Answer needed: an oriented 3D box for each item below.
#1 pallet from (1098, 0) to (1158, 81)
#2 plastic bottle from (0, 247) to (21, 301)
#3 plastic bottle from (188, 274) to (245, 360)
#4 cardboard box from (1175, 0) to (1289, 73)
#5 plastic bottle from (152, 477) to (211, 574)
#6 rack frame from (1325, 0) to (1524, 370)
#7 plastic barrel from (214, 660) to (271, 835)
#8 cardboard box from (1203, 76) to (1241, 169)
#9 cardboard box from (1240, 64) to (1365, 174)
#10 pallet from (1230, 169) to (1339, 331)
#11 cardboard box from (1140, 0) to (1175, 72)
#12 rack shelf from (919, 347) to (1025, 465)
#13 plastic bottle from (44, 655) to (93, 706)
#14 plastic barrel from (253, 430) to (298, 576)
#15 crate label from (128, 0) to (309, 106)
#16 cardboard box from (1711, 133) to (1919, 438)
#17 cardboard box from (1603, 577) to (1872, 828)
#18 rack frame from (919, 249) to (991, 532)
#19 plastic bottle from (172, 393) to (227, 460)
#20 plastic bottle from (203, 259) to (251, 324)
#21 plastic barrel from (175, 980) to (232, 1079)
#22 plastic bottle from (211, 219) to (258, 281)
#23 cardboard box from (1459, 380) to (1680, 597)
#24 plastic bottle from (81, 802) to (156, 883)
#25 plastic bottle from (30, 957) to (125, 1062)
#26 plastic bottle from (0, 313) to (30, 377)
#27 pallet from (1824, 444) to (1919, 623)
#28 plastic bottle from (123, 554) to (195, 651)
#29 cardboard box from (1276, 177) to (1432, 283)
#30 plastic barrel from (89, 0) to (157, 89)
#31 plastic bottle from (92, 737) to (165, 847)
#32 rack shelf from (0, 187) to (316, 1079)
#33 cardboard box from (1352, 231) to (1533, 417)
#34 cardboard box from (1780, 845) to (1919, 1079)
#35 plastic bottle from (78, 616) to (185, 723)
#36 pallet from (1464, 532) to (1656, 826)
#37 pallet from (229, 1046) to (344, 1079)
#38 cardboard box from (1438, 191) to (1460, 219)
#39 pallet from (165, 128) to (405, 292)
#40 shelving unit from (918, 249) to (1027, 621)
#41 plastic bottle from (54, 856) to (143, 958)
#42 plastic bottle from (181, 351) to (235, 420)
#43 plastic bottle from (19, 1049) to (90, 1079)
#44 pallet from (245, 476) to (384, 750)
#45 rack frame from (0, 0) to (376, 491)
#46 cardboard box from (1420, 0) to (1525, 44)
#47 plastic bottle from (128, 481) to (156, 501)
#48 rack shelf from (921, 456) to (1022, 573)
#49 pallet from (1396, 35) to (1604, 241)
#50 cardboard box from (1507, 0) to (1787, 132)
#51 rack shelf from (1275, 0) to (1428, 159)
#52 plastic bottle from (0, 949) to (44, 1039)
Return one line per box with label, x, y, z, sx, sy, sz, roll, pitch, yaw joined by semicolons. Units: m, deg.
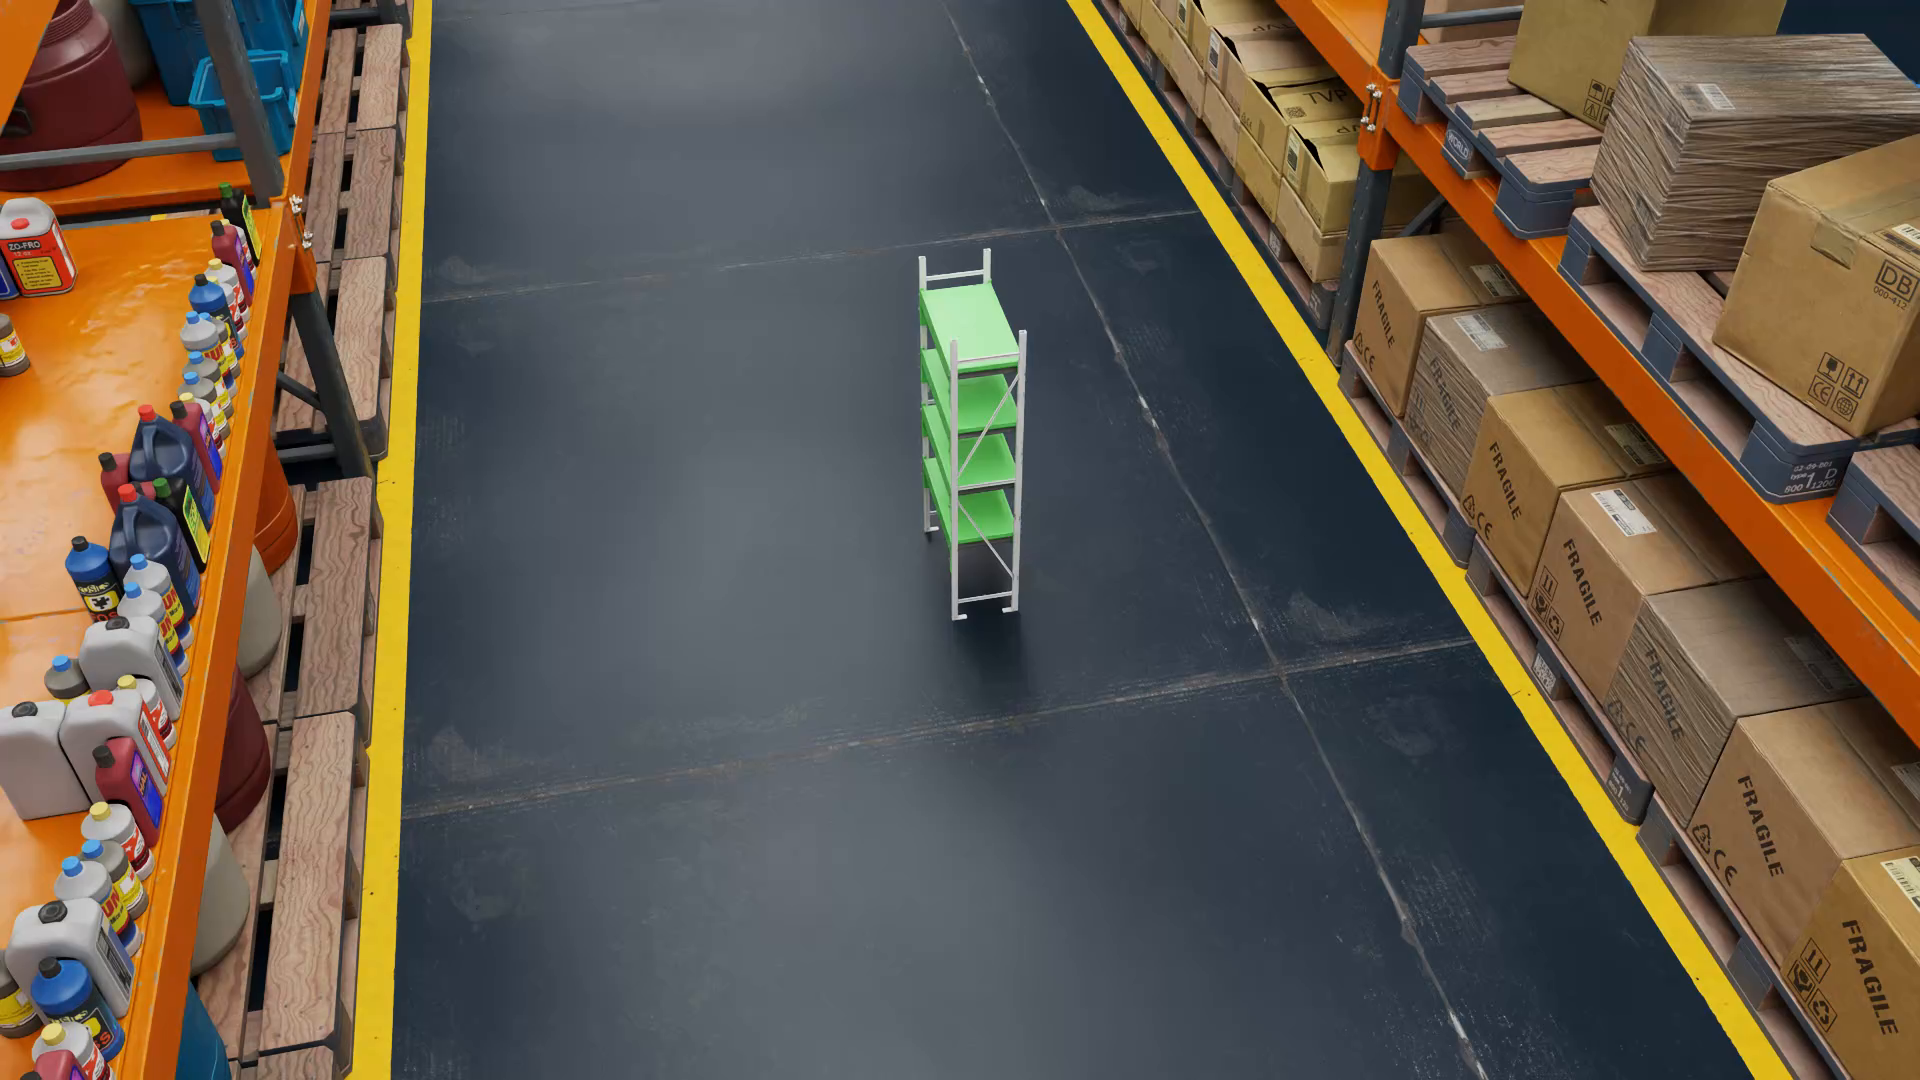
pallet;1.407;-3.036;9.511;1.003;0.211;1.213;-8;42;-9
plastic bottle;-2.987;-0.877;5.072;0.152;0.276;0.135;-8;42;-9
plastic bottle;-2.162;-0.648;4.817;0.097;0.271;0.097;0;42;0
cardboard box;1.389;-2.589;8.239;0.500;0.311;0.500;-7;42;-8
plastic bottle;-1.945;-0.058;4.144;0.061;0.283;0.133;-8;42;-9
rack frame;2.073;-1.958;6.196;1.000;3.000;0.127;-8;42;-9
plastic barrel;-2.398;0.541;4.881;0.600;0.588;0.708;-8;42;-9
cardboard box;1.501;-2.052;8.058;0.500;0.250;0.500;-7;42;-8
cardboard box;1.601;-1.936;7.504;0.500;0.311;0.500;-9;42;-10
pallet;1.933;-1.454;7.729;1.003;0.211;1.213;-8;42;-9
cardboard box;1.278;-2.715;8.804;0.500;0.250;0.500;-10;42;-11
rack shelf;0.036;-0.473;5.614;0.258;0.148;0.480;-8;42;-9
plastic bottle;-1.997;0.342;3.755;0.097;0.201;0.097;0;42;0
plastic barrel;-2.642;-0.281;5.625;0.600;0.830;0.708;-8;42;-9
crate label;-2.715;-1.946;6.156;0.502;0.435;0.616;-8;42;-9
cardboard box;2.495;-0.696;4.382;0.700;0.500;0.500;-19;45;-20
cardboard box;2.344;0.480;5.001;0.500;0.500;0.500;-8;42;-9
rack frame;-0.017;-0.500;5.909;0.240;1.200;0.015;-8;42;-9
plastic bottle;-2.057;-0.306;4.485;0.097;0.201;0.097;0;42;0
plastic bottle;-2.204;-0.748;4.983;0.097;0.201;0.097;0;42;0
plastic barrel;-2.155;1.156;3.952;0.600;0.901;0.708;-8;42;-9
plastic bottle;-2.253;-0.897;5.151;0.097;0.201;0.097;0;42;0
cardboard box;2.114;-0.187;5.753;0.500;0.500;0.500;-9;42;-10
plastic bottle;-1.748;0.620;3.442;0.097;0.201;0.097;0;42;0
plastic bottle;-1.656;0.870;3.107;0.097;0.271;0.097;0;42;0
plastic bottle;-2.769;-0.579;4.793;0.097;0.201;0.097;0;42;0
pallet;2.871;0.173;3.940;1.003;0.211;1.213;-8;42;-9
plastic bottle;-1.898;0.143;3.926;0.097;0.271;0.097;0;42;0
cardboard box;1.721;-1.392;7.314;0.500;0.250;0.500;-7;42;-8
plastic barrel;-3.195;-1.928;6.078;0.421;0.512;0.421;0;42;0
plastic bottle;-1.755;0.512;3.502;0.061;0.283;0.133;-8;42;-9
rack shelf;-2.333;0.315;4.177;1.077;0.370;4.000;-8;42;-9
cardboard box;1.892;-0.851;6.501;0.500;0.500;0.500;-7;42;-7
cardboard box;2.550;1.127;4.273;0.500;0.500;0.500;-9;42;-10
plastic bottle;-1.879;0.284;3.764;0.152;0.276;0.135;-8;42;-9
pallet;2.457;0.364;5.681;1.003;0.211;1.213;-8;42;-9
pallet;-2.027;1.879;3.974;1.003;0.211;1.213;-8;42;-9
cardboard box;2.247;-1.678;7.213;0.500;0.311;0.500;-7;42;-8
pallet;-3.154;-1.504;7.786;1.003;0.211;1.213;-8;42;-9
shelving unit;0.036;-0.341;5.731;0.258;1.200;0.503;-8;42;-9
plastic bottle;-1.706;0.720;3.276;0.097;0.271;0.097;0;42;0
plastic bottle;-2.099;-0.432;4.627;0.097;0.201;0.097;0;42;0
plastic bottle;-1.592;1.001;2.951;0.061;0.283;0.133;-8;42;-9
pallet;-2.554;0.298;5.756;1.003;0.211;1.213;-8;42;-9
rack frame;-2.764;-1.250;5.399;1.000;3.000;0.127;-8;42;-9
cardboard box;2.037;-2.166;6.498;0.500;0.311;0.500;-6;42;-7
plastic bottle;-2.005;-0.050;4.134;0.061;0.283;0.133;-8;42;-9
rack shelf;0.036;-0.114;5.933;0.258;0.148;0.480;-8;42;-9
pallet;2.288;-1.456;5.776;1.213;0.211;1.003;-8;42;-9
cardboard box;2.319;-1.760;5.581;0.700;0.500;0.500;-22;46;-23
rack shelf;1.641;-2.985;7.895;1.077;0.370;4.000;-8;42;-9
plastic bottle;-1.826;0.855;3.177;0.097;0.201;0.097;0;42;0
